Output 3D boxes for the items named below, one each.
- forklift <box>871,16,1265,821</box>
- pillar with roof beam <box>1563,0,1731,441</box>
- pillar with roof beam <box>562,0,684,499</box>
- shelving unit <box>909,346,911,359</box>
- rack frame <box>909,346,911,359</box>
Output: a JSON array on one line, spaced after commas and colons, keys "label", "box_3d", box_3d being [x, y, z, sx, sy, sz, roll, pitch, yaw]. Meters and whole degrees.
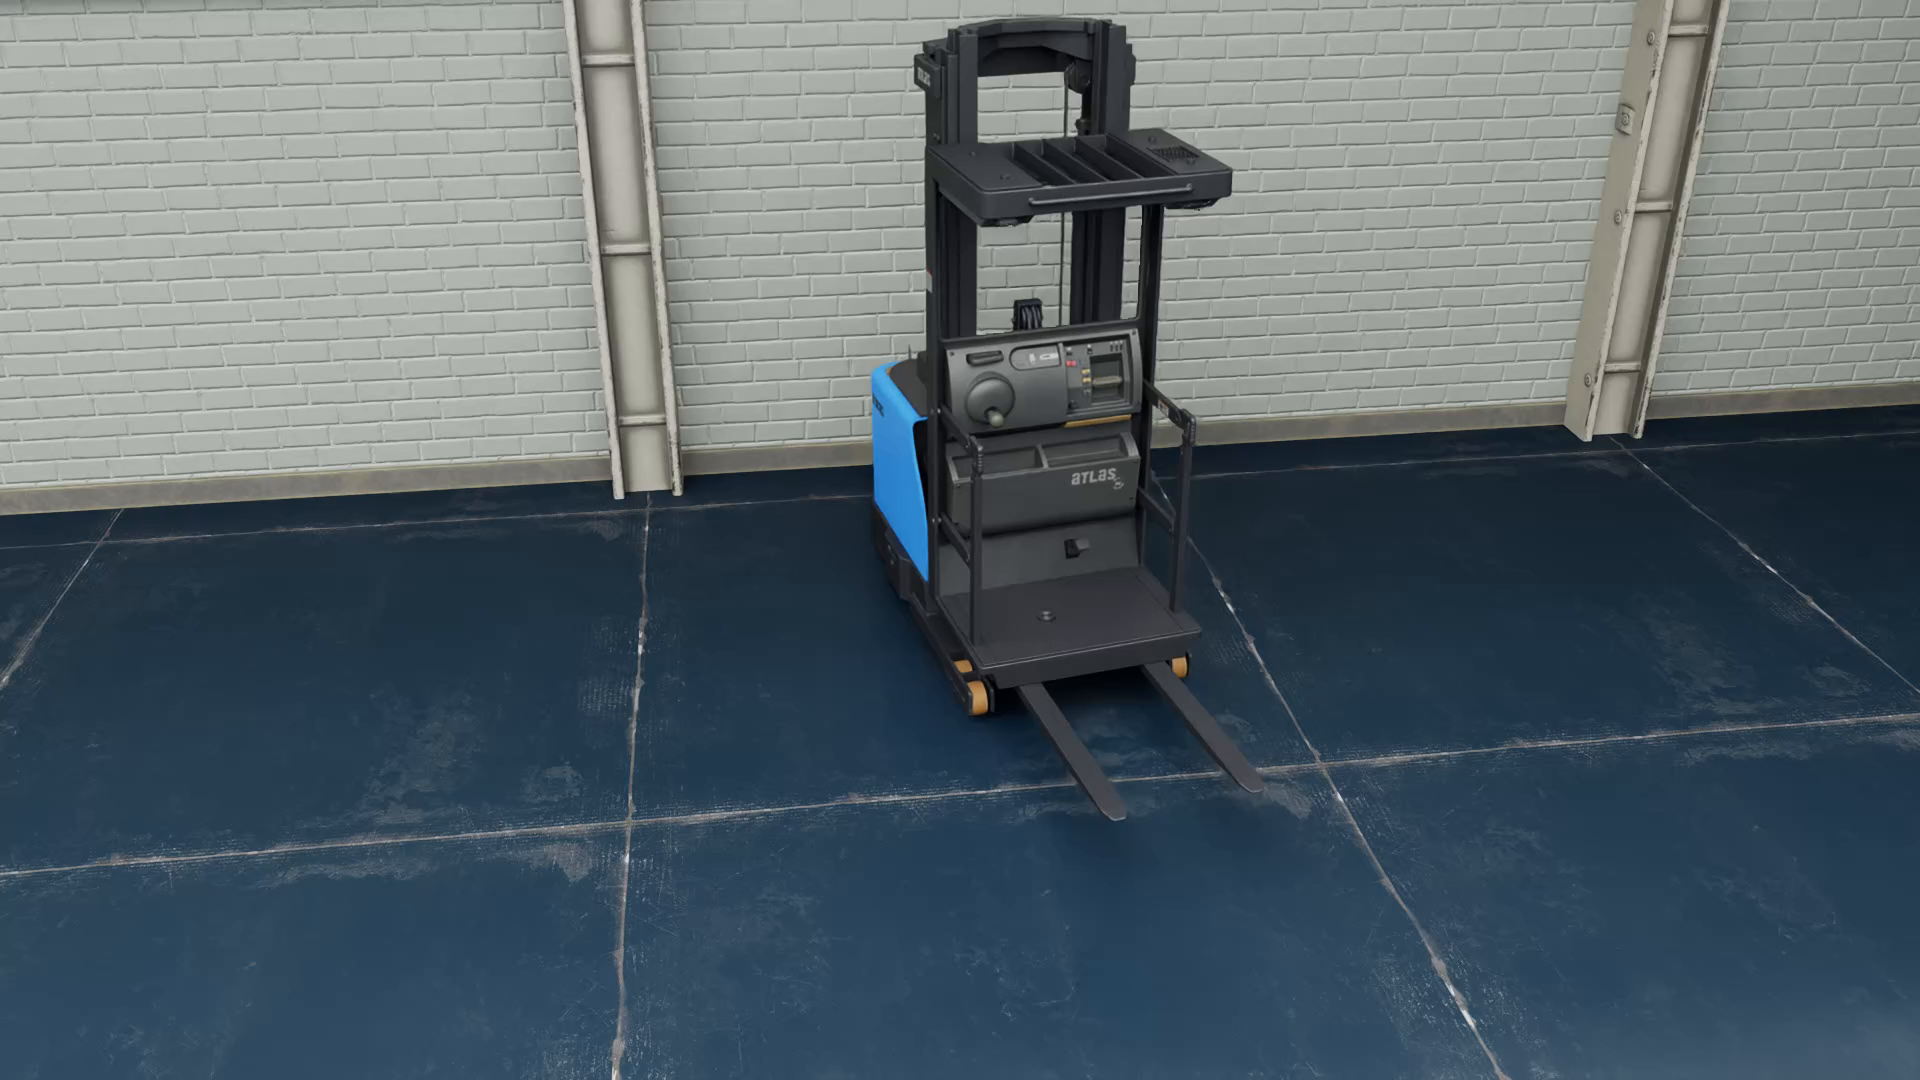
[{"label": "forklift", "box_3d": [0.459, -0.697, 7.399, 1.130, 2.935, 3.031, -8, 28, -16]}, {"label": "pillar with roof beam", "box_3d": [4.696, -2.760, 4.773, 0.400, 9.000, 9.100, -4, 27, -7]}, {"label": "pillar with roof beam", "box_3d": [-1.245, -2.379, 4.029, 0.400, 9.000, 9.100, -4, 27, -7]}, {"label": "shelving unit", "box_3d": [-0.126, -0.559, 9.189, 0.252, 1.050, 0.215, -9, 28, -17]}, {"label": "rack frame", "box_3d": [-0.242, -0.541, 9.154, 0.008, 1.050, 0.200, -9, 28, -17]}]
